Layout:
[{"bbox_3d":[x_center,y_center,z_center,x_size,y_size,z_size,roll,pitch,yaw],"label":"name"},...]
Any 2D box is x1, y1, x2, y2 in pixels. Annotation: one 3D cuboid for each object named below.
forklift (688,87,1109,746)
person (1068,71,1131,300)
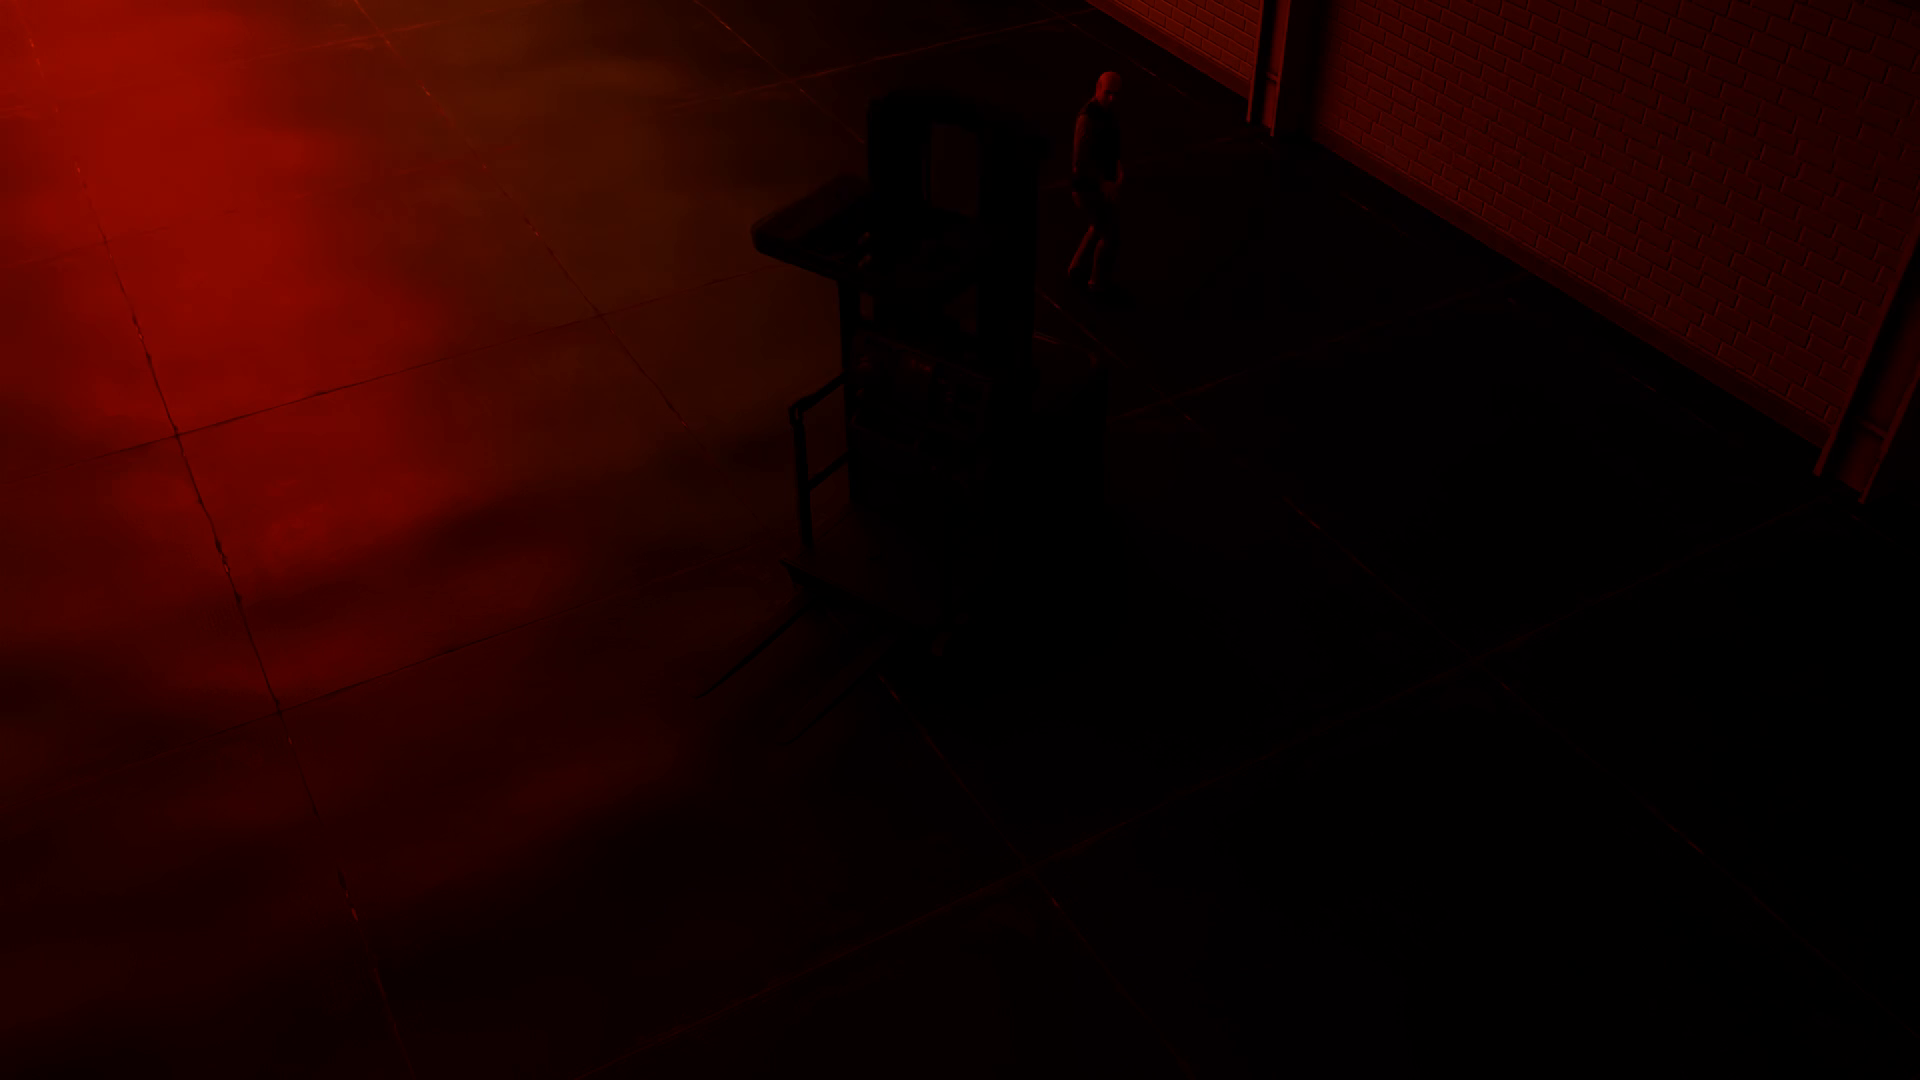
[{"bbox_3d":[-0.338,-0.799,8.999,1.130,2.935,3.031,24,45,26],"label":"forklift"},{"bbox_3d":[1.053,-2.606,12.155,0.512,1.695,0.726,4,40,5],"label":"person"}]
